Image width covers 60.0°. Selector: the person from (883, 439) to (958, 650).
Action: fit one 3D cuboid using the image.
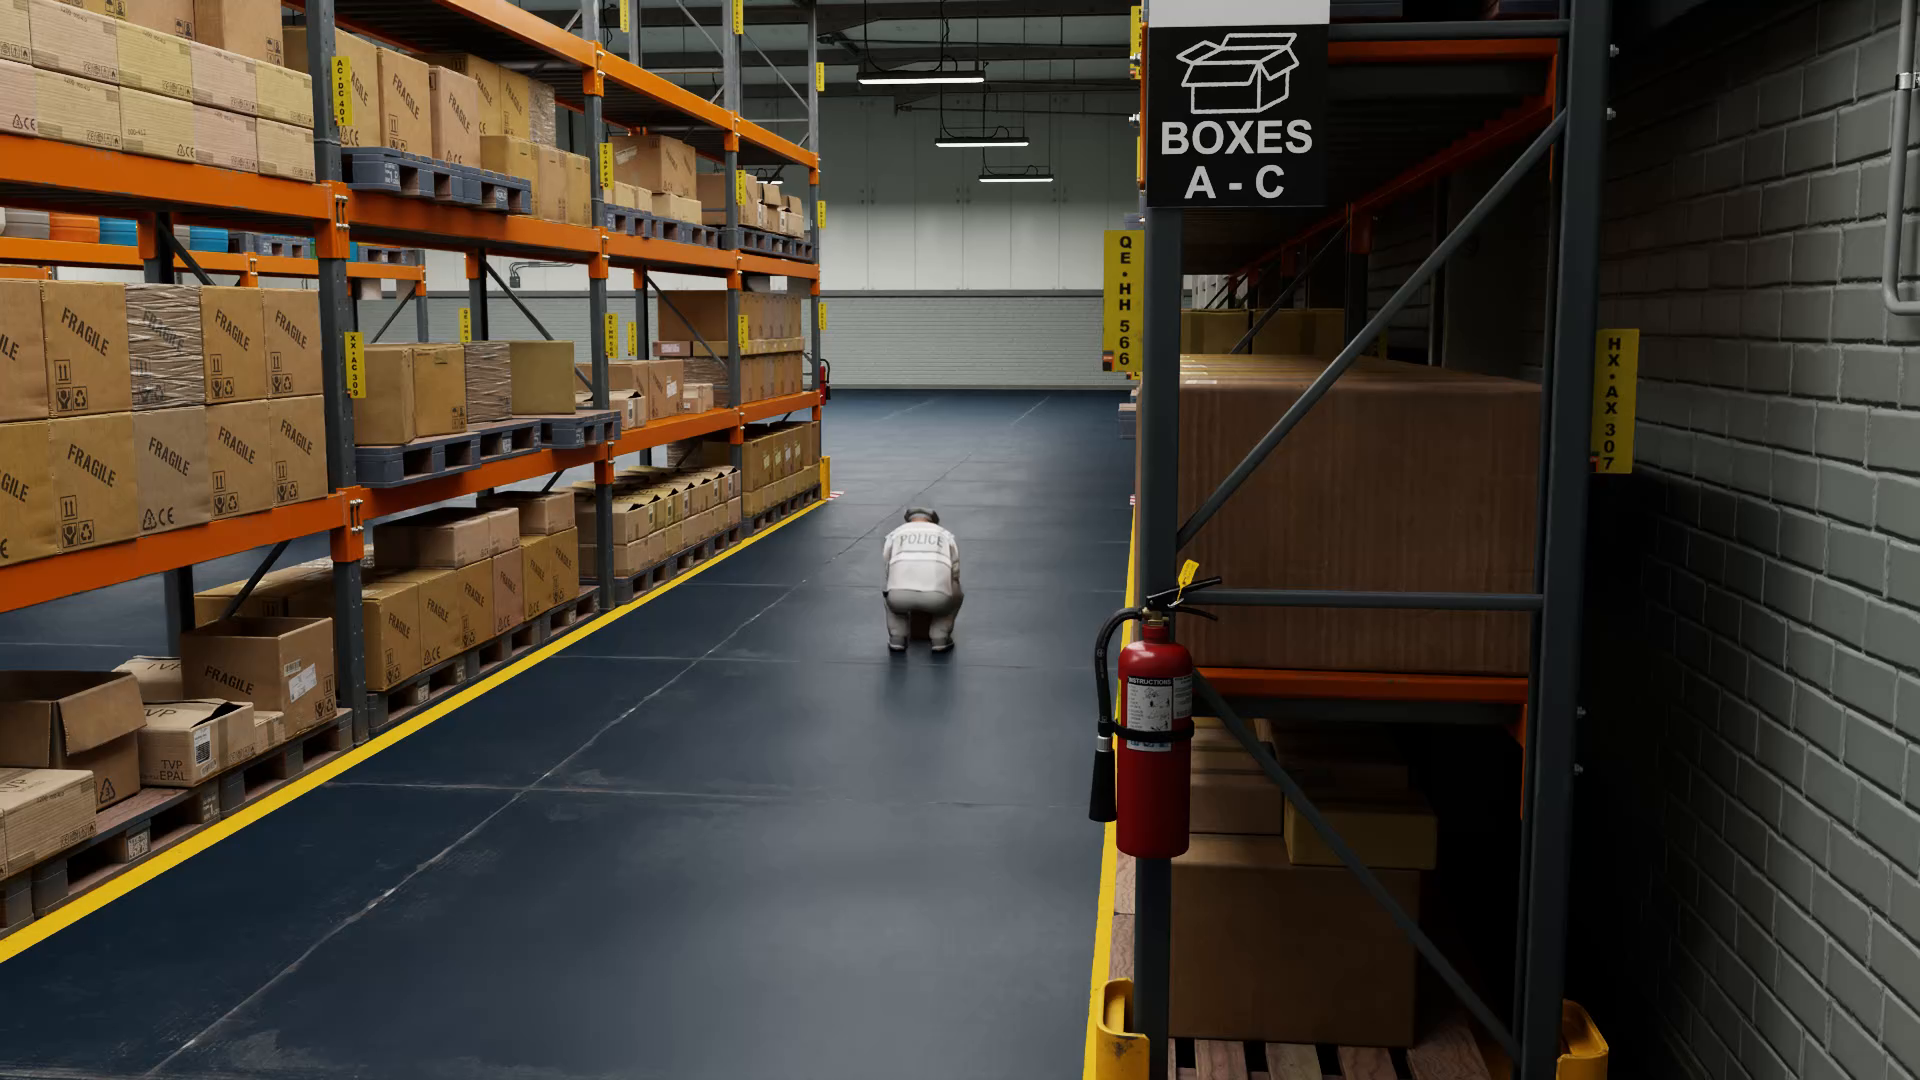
[{"bbox_3d":[-0.242,0.021,11.163,0.479,1.350,0.995,1,8,5],"label":"person"}]
